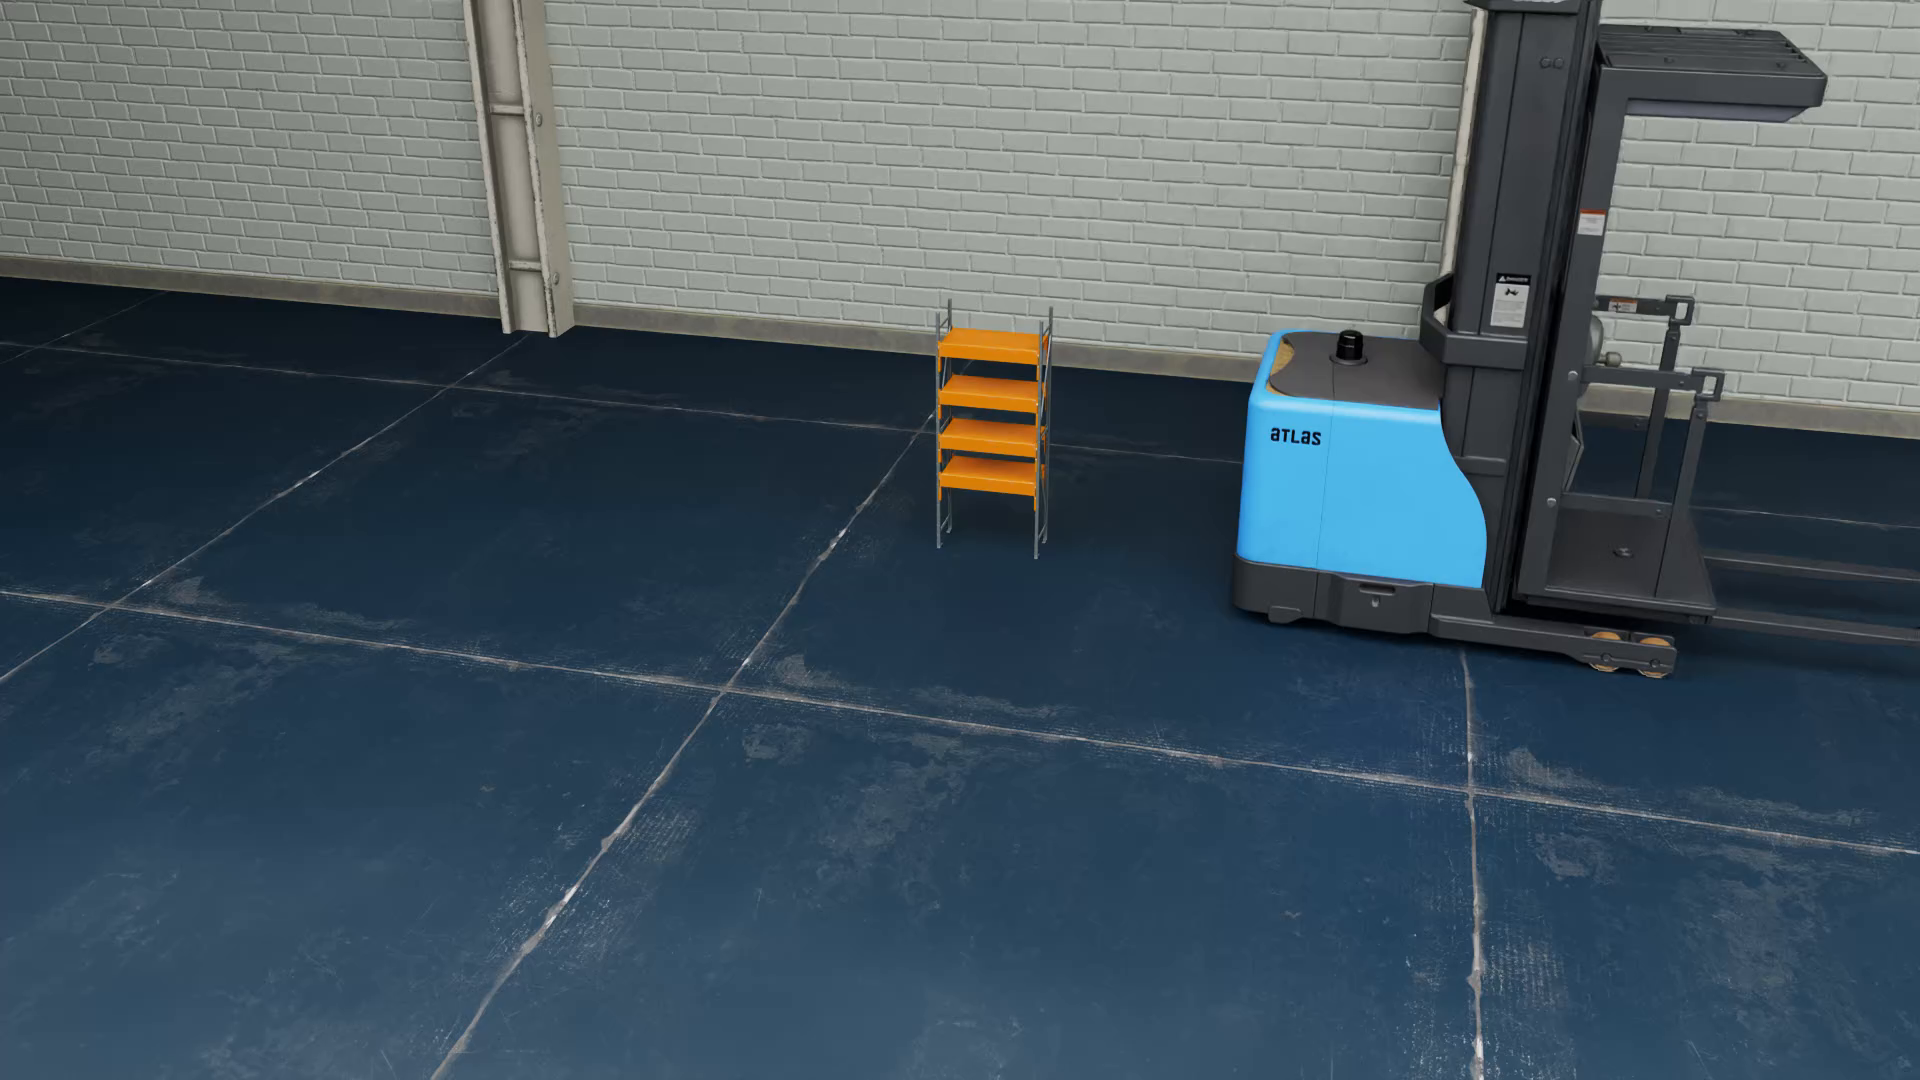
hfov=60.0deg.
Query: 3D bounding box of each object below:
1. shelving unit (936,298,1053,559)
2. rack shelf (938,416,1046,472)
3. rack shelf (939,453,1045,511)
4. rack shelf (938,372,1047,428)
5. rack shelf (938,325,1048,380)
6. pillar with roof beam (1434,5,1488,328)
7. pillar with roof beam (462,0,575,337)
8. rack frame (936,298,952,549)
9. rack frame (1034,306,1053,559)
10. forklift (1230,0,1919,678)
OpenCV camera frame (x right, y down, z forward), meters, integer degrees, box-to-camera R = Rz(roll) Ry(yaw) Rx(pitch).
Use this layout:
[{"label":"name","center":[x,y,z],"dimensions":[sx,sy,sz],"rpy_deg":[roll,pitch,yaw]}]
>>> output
[{"label":"shelving unit","center":[0.160,-0.524,7.955],"dimensions":[0.503,1.200,0.258],"rpy_deg":[6,26,13]},{"label":"rack shelf","center":[0.160,-0.463,7.984],"dimensions":[0.480,0.148,0.258],"rpy_deg":[6,26,13]},{"label":"rack shelf","center":[0.160,-0.284,8.069],"dimensions":[0.480,0.148,0.258],"rpy_deg":[6,26,13]},{"label":"rack shelf","center":[0.160,-0.665,7.888],"dimensions":[0.480,0.148,0.258],"rpy_deg":[6,26,13]},{"label":"rack shelf","center":[0.160,-0.879,7.786],"dimensions":[0.480,0.148,0.258],"rpy_deg":[6,26,13]},{"label":"pillar with roof beam","center":[1.893,-3.064,4.217],"dimensions":[0.400,9.000,9.100],"rpy_deg":[6,26,13]},{"label":"pillar with roof beam","center":[-3.918,-3.706,5.567],"dimensions":[0.400,9.000,9.100],"rpy_deg":[6,26,13]},{"label":"rack frame","center":[-0.076,-0.550,8.010],"dimensions":[0.015,1.200,0.240],"rpy_deg":[6,26,13]},{"label":"rack frame","center":[0.397,-0.498,7.900],"dimensions":[0.015,1.200,0.240],"rpy_deg":[6,26,13]},{"label":"forklift","center":[2.795,-0.996,6.932],"dimensions":[3.031,2.935,1.130],"rpy_deg":[7,26,14]}]
